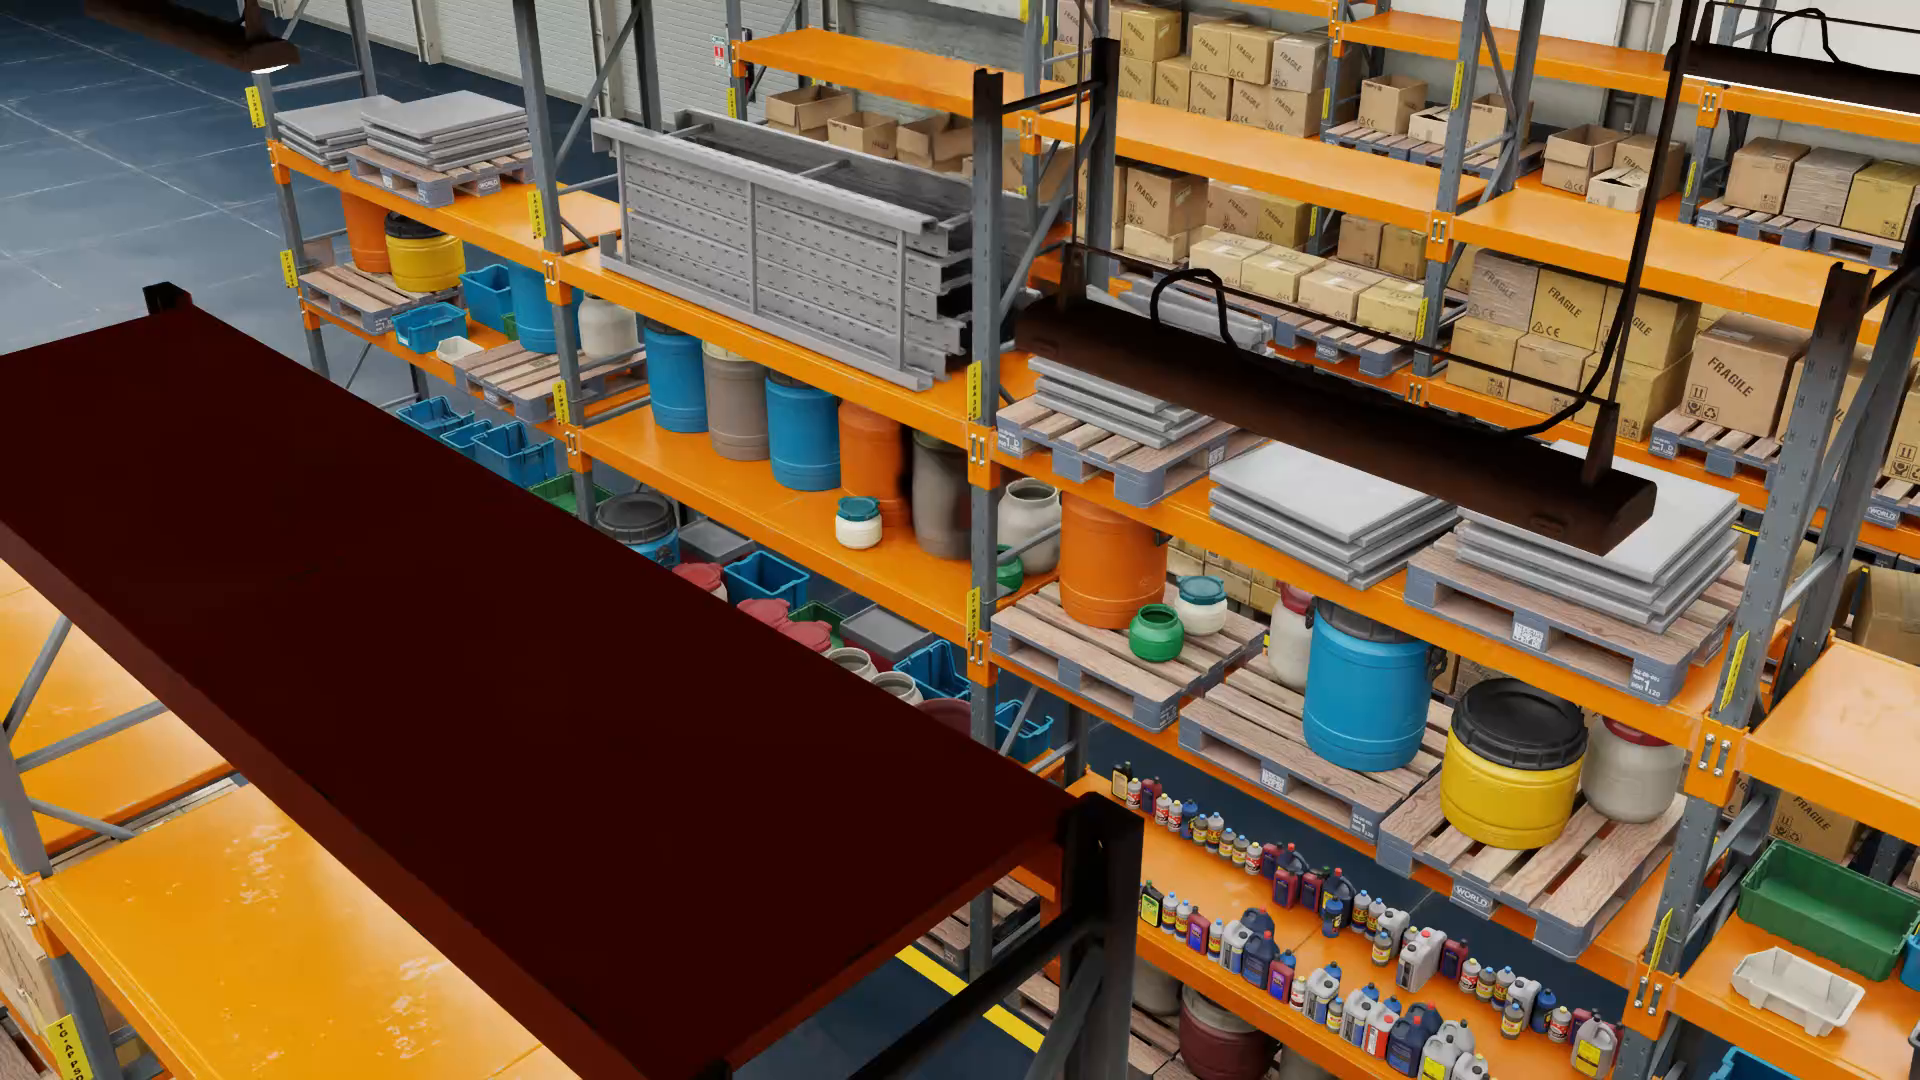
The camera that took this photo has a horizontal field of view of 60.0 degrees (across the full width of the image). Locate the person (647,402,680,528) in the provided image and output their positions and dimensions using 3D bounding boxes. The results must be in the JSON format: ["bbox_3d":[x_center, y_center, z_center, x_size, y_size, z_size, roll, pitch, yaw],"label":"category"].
[{"bbox_3d":[-2.754,-0.543,15.576,0.535,1.622,0.766,-20,35,-31],"label":"person"}]
